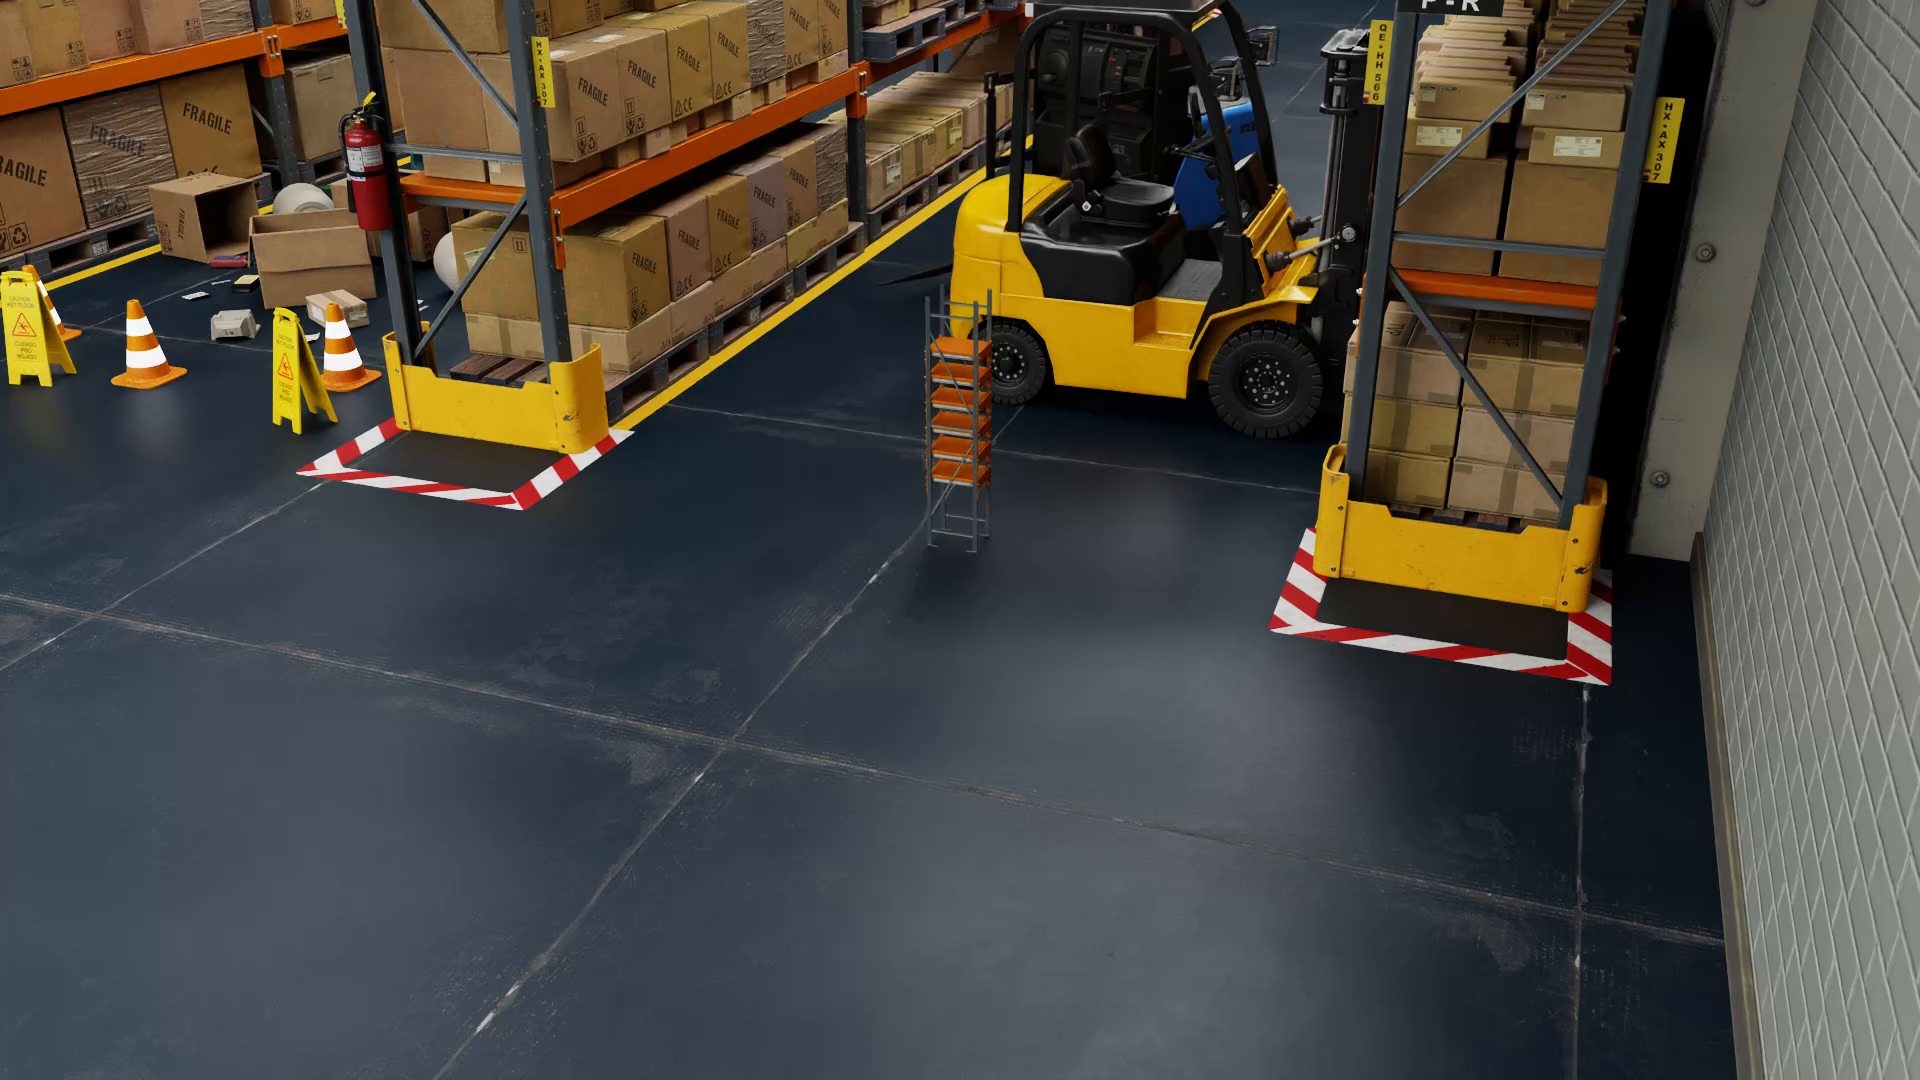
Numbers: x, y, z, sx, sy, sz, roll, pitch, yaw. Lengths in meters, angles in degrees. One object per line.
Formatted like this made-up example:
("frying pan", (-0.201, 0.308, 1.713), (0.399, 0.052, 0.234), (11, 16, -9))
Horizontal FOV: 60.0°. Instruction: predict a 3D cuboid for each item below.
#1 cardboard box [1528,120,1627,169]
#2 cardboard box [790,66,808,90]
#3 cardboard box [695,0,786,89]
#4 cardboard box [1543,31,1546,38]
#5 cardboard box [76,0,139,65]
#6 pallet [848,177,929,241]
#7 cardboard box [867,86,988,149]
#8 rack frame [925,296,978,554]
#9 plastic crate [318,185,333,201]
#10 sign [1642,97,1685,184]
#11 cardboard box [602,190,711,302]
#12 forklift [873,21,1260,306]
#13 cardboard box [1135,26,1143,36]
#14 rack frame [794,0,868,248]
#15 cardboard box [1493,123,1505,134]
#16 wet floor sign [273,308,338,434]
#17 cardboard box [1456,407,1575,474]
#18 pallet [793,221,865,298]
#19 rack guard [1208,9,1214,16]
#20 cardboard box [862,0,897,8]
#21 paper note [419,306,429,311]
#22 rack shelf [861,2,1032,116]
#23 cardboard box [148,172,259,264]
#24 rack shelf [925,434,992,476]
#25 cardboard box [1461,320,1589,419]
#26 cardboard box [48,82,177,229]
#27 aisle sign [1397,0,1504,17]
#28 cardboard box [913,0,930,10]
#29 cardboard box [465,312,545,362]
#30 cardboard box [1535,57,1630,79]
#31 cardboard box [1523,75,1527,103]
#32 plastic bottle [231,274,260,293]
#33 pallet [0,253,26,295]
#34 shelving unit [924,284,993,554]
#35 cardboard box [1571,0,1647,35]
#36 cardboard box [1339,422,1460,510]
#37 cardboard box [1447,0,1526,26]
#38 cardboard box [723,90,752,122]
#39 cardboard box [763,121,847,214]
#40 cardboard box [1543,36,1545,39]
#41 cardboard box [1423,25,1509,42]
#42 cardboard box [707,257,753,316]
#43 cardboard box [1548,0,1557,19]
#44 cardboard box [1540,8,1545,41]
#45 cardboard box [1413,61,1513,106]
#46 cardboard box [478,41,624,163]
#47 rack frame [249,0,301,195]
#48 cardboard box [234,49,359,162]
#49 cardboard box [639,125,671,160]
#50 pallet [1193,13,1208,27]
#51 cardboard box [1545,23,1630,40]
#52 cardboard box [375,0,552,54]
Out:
("cardboard box", (2.542, -1.634, 6.823), (0.380, 0.149, 0.250), (8, 27, 16))
("cardboard box", (-1.223, -3.068, 10.934), (0.380, 0.149, 0.250), (9, 27, 18))
("cardboard box", (-1.413, -3.091, 10.236), (0.500, 0.500, 0.500), (10, 27, 19))
("cardboard box", (3.621, -2.660, 9.687), (0.500, 0.500, 0.500), (9, 27, 17))
("cardboard box", (-6.432, -3.714, 11.806), (0.875, 0.550, 0.550), (9, 27, 17))
("pallet", (-0.908, -2.622, 12.924), (1.003, 0.211, 1.213), (9, 27, 17))
("cardboard box", (-0.270, -3.672, 14.426), (0.950, 0.372, 0.625), (8, 27, 16))
("rack frame", (-0.035, -0.496, 7.399), (0.240, 1.200, 0.006), (9, 27, 17))
("plastic crate", (-4.690, -2.732, 13.112), (0.662, 0.188, 0.450), (-20, 23, -36))
("sign", (2.706, -1.537, 6.399), (0.100, 0.325, 0.005), (9, 27, 17))
("cardboard box", (-1.791, -1.719, 9.671), (0.500, 0.500, 0.500), (8, 27, 16))
("forklift", (0.745, -3.127, 10.844), (3.031, 2.935, 1.130), (-24, 34, -39))
("cardboard box", (1.806, -6.123, 19.412), (0.875, 0.438, 0.875), (8, 27, 17))
("rack frame", (-1.166, -3.557, 11.655), (1.000, 3.000, 0.127), (9, 27, 17))
("cardboard box", (2.237, -1.922, 7.419), (0.380, 0.149, 0.250), (9, 27, 18))
("wet floor sign", (-3.570, -0.931, 8.932), (0.267, 0.644, 0.232), (20, 32, 35))
("cardboard box", (2.537, -0.535, 7.512), (0.500, 0.250, 0.500), (9, 27, 18))
("pallet", (-1.356, -2.021, 11.682), (1.003, 0.211, 1.213), (9, 27, 17))
("rack guard", (2.835, -7.373, 22.405), (1.175, 0.500, 0.348), (9, 27, 17))
("cardboard box", (-0.740, -4.076, 11.789), (0.500, 0.500, 0.500), (9, 27, 19))
("paper note", (-3.516, -1.510, 10.857), (0.032, 0.001, 0.123), (9, 27, 17))
("rack shelf", (-0.501, -4.055, 13.509), (1.077, 0.370, 4.000), (9, 27, 17))
("cardboard box", (-5.417, -2.323, 11.971), (0.500, 0.500, 0.500), (14, 29, 26))
("rack shelf", (-0.005, -0.386, 7.548), (0.258, 0.103, 0.180), (9, 27, 17))
("cardboard box", (2.523, -0.767, 7.417), (0.500, 0.250, 0.500), (8, 27, 17))
("cardboard box", (-6.439, -2.847, 12.144), (0.875, 0.875, 0.875), (9, 27, 18))
("aisle sign", (1.886, -2.381, 6.242), (0.394, 0.787, 0.004), (9, 27, 17))
("cardboard box", (-0.446, -4.143, 12.671), (0.380, 0.149, 0.250), (9, 27, 18))
("cardboard box", (-2.474, -1.246, 9.555), (0.500, 0.250, 0.500), (9, 27, 17))
("cardboard box", (2.691, -1.986, 7.210), (0.380, 0.149, 0.250), (9, 27, 18))
("cardboard box", (2.609, -2.111, 8.553), (0.500, 0.500, 0.500), (9, 27, 18))
("plastic bottle", (-4.833, -1.751, 11.296), (0.133, 0.061, 0.283), (0, 26, -1))
("pallet", (-7.006, -1.675, 10.966), (1.003, 0.211, 1.213), (9, 27, 17))
("shelving unit", (-0.005, -0.534, 7.476), (0.258, 1.200, 0.189), (9, 27, 17))
("cardboard box", (3.472, -2.815, 8.922), (0.380, 0.149, 0.250), (8, 27, 16))
("cardboard box", (2.043, -0.385, 7.777), (0.500, 0.250, 0.500), (9, 27, 18))
("cardboard box", (2.808, -2.794, 8.877), (0.380, 0.149, 0.250), (8, 27, 17))
("cardboard box", (-1.485, -2.638, 10.045), (0.380, 0.149, 0.250), (9, 27, 18))
("cardboard box", (-1.110, -2.564, 11.417), (0.500, 0.500, 0.500), (8, 27, 17))
("cardboard box", (3.284, -2.590, 8.799), (0.380, 0.149, 0.250), (10, 27, 19))
("cardboard box", (2.435, -2.383, 8.029), (0.380, 0.149, 0.250), (9, 27, 18))
("cardboard box", (-1.621, -1.591, 10.267), (0.500, 0.250, 0.500), (11, 28, 21))
("cardboard box", (3.835, -3.289, 10.242), (0.380, 0.149, 0.250), (8, 27, 16))
("cardboard box", (3.603, -3.448, 11.027), (0.500, 0.250, 0.500), (8, 27, 16))
("cardboard box", (2.158, -1.950, 7.134), (0.380, 0.149, 0.250), (9, 27, 18))
("cardboard box", (-2.078, -2.247, 8.492), (0.500, 0.500, 0.500), (8, 27, 17))
("rack frame", (-5.868, -4.233, 13.052), (1.000, 3.000, 0.127), (9, 27, 17))
("cardboard box", (-5.746, -3.678, 14.004), (1.050, 0.750, 0.750), (9, 27, 17))
("cardboard box", (-1.826, -2.211, 9.162), (0.380, 0.149, 0.250), (9, 27, 18))
("pallet", (2.635, -6.894, 21.745), (1.003, 0.211, 1.213), (9, 27, 17))
("cardboard box", (3.040, -2.404, 8.074), (0.380, 0.149, 0.250), (9, 27, 18))
("cardboard box", (-2.533, -2.784, 8.454), (0.700, 0.500, 0.500), (8, 27, 16))
